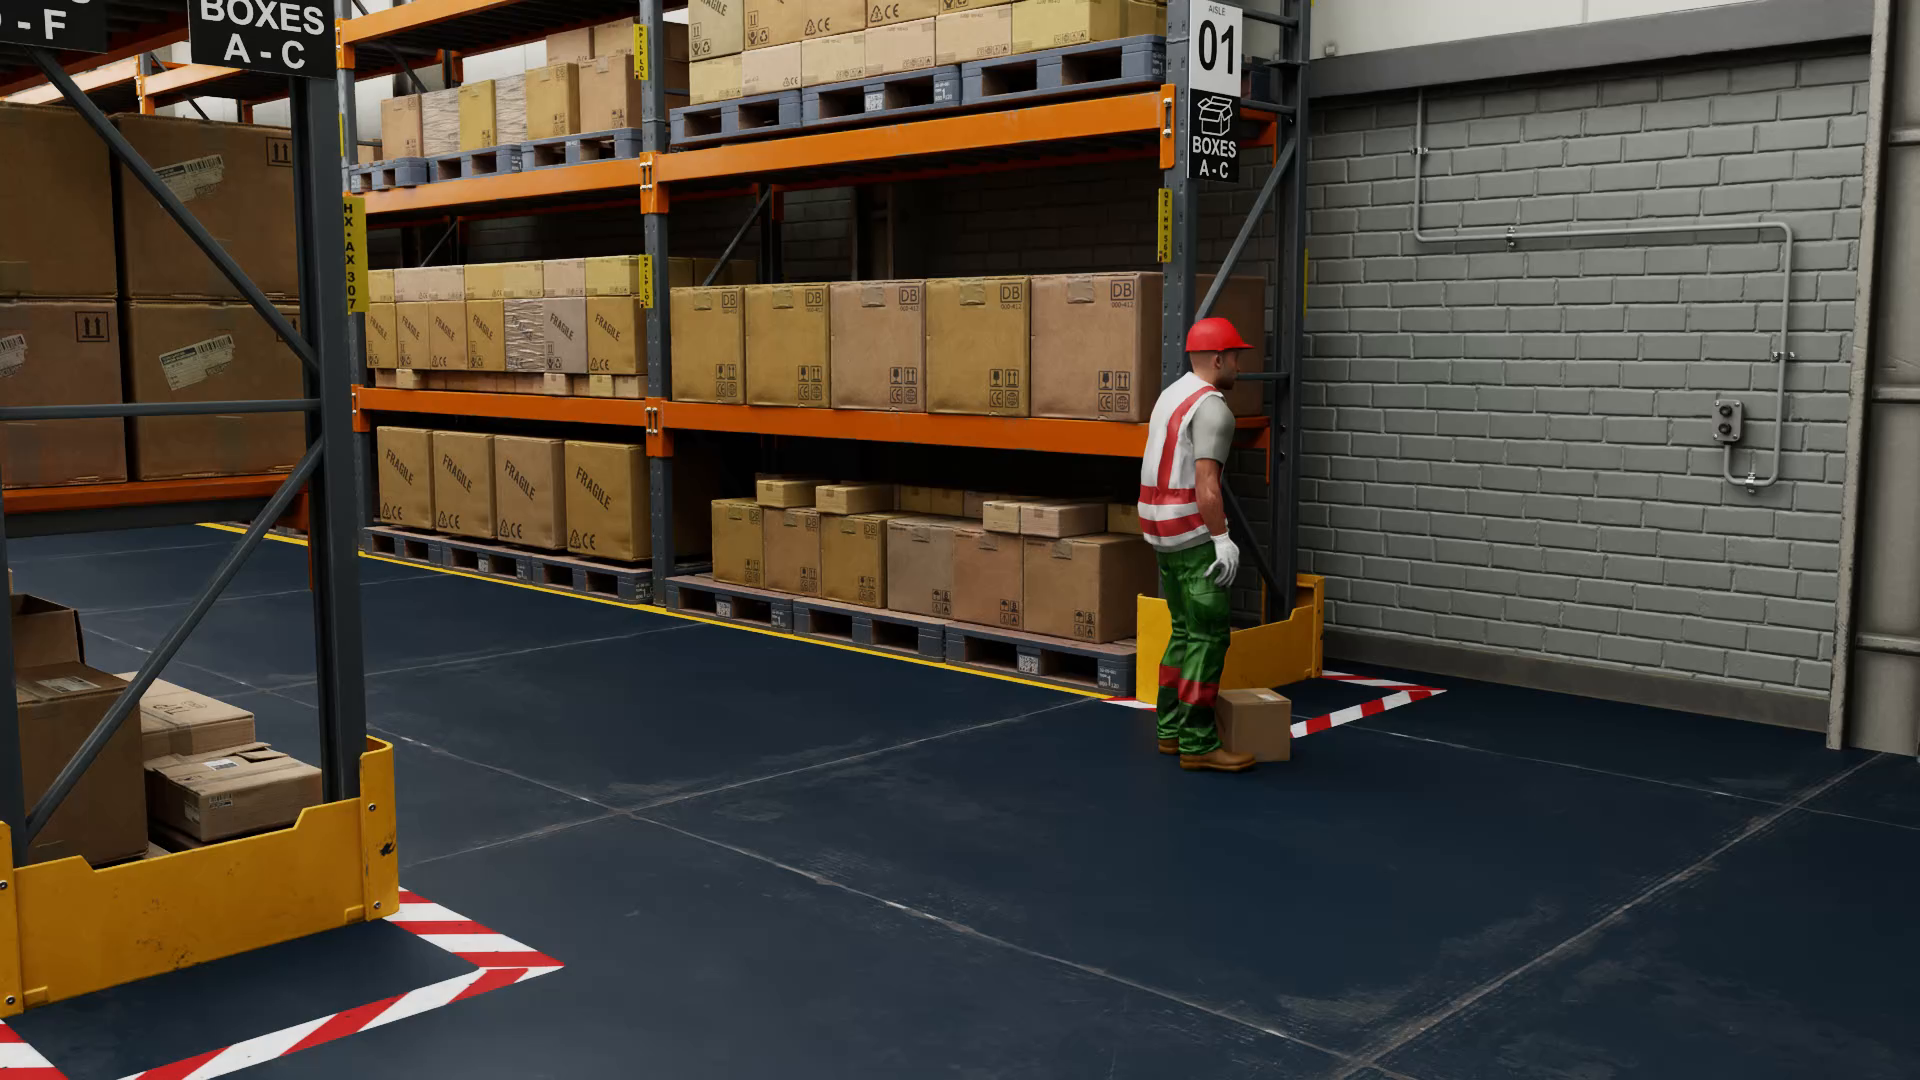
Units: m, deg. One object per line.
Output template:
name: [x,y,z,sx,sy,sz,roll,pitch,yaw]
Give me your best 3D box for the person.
person: [0.958,0.003,6.670,0.451,1.777,0.610,-1,7,-12]
